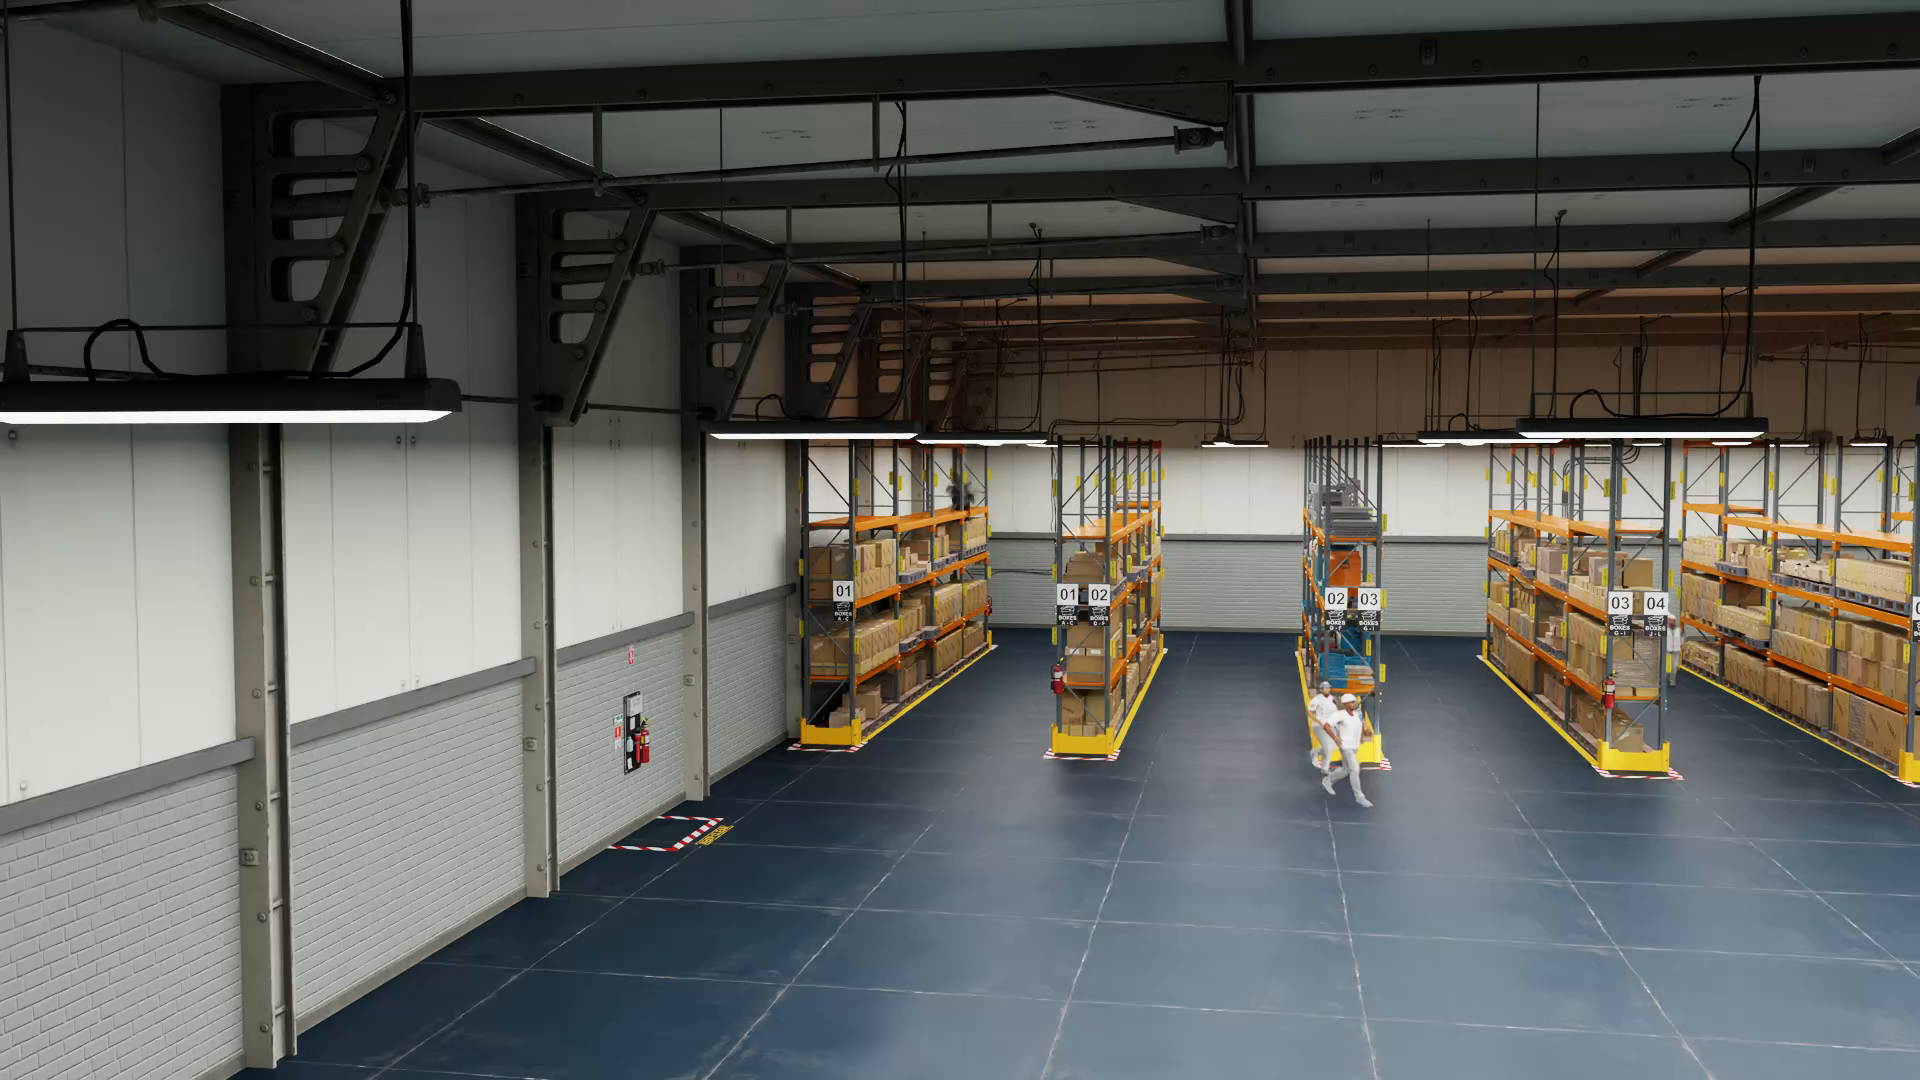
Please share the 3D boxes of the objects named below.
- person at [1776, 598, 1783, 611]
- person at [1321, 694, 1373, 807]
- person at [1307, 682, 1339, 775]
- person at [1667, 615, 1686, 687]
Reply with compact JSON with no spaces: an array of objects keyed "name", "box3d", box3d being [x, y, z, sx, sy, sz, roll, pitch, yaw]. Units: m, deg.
[{"name":"person","box3d":[22.399,2.439,45.409,0.869,1.704,0.582,1,3,18]},{"name":"person","box3d":[6.279,3.369,26.925,0.978,1.779,0.697,3,4,41]},{"name":"person","box3d":[6.434,3.329,29.511,0.644,1.653,0.632,-2,4,-34]},{"name":"person","box3d":[17.311,2.685,40.427,0.676,1.740,0.814,1,3,10]}]
